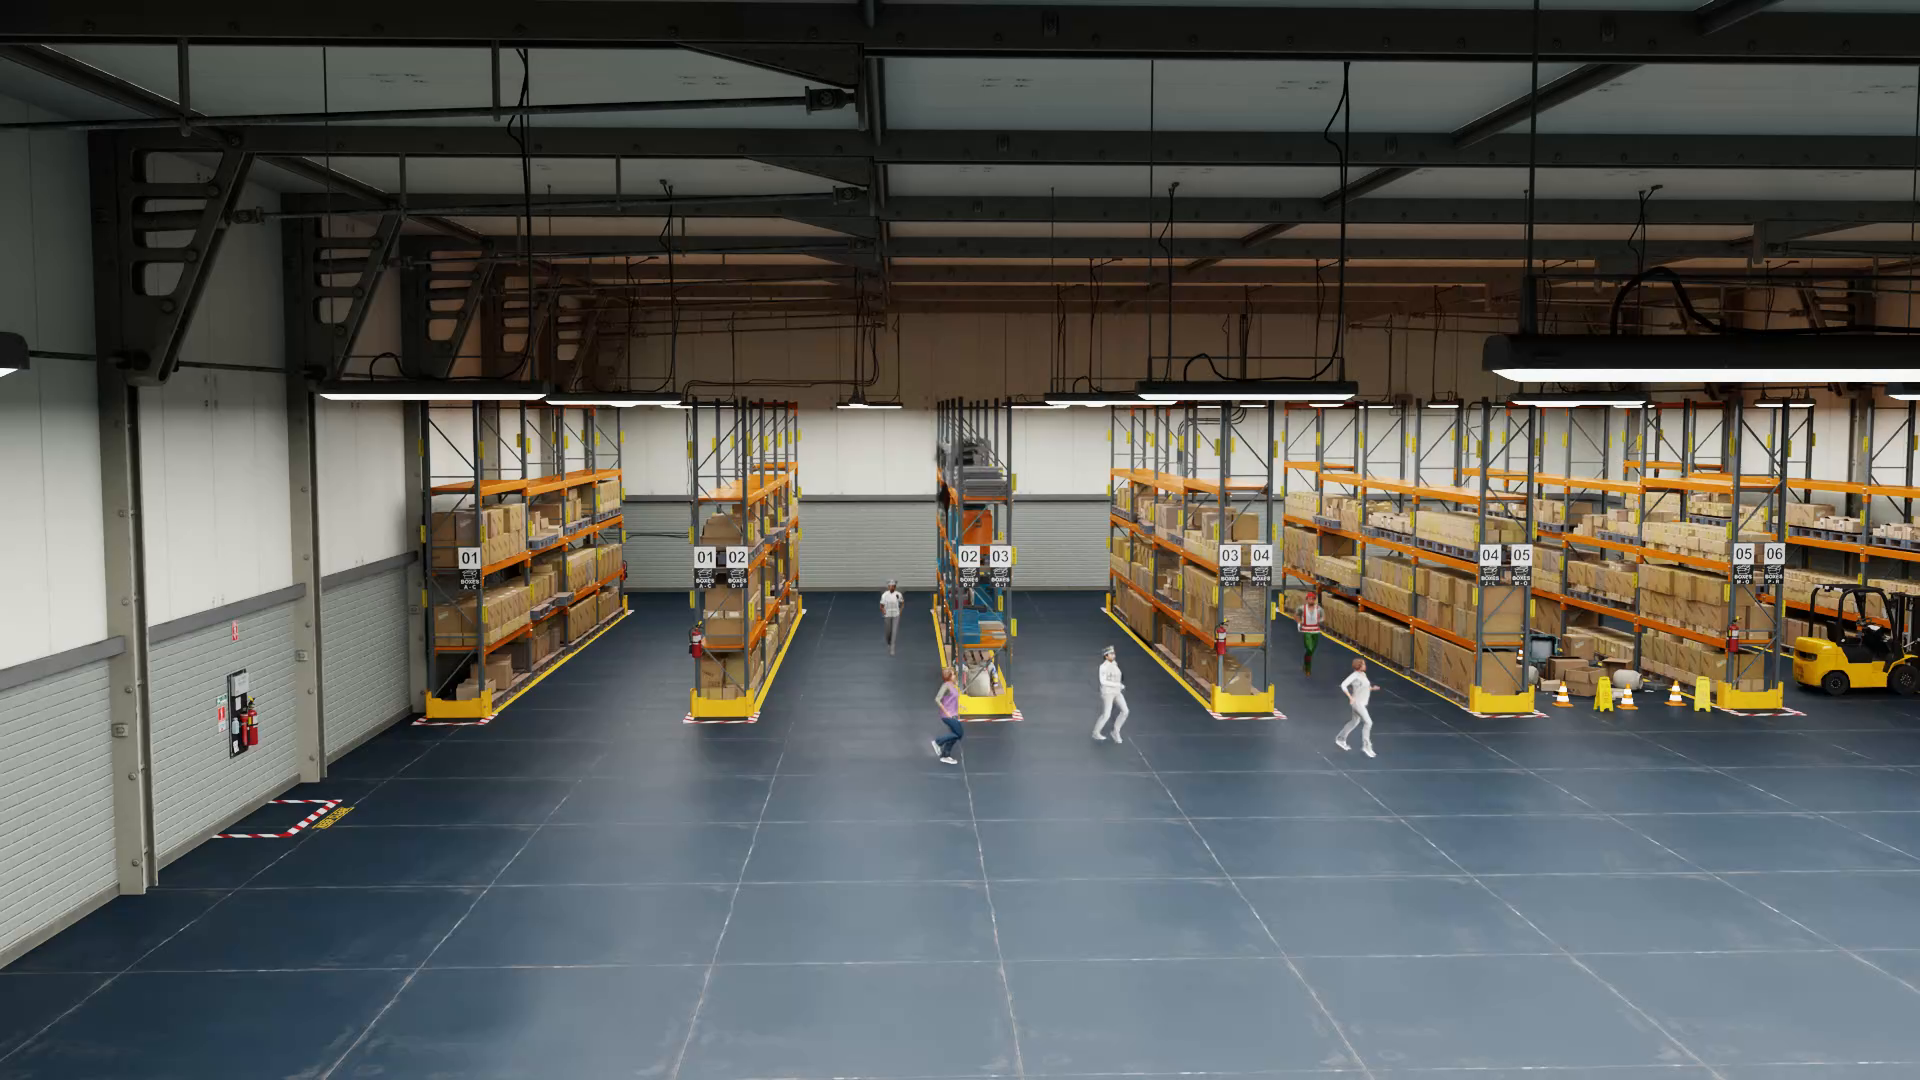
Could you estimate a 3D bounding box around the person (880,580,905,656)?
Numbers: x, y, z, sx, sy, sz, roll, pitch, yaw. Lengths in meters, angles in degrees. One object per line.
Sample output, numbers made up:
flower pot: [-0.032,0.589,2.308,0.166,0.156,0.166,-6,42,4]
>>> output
person: [-1.514,1.725,37.250,0.578,1.699,0.703,0,4,-4]

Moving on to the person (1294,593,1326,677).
person: [7.632,2.057,36.123,0.615,1.850,0.775,0,4,-6]

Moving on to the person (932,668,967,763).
person: [-0.170,2.864,27.071,0.545,1.559,0.535,1,5,14]

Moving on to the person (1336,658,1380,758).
person: [6.622,2.782,27.713,0.741,1.627,0.510,2,5,27]

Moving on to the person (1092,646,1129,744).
person: [2.601,2.675,28.748,0.683,1.712,0.616,4,6,42]
